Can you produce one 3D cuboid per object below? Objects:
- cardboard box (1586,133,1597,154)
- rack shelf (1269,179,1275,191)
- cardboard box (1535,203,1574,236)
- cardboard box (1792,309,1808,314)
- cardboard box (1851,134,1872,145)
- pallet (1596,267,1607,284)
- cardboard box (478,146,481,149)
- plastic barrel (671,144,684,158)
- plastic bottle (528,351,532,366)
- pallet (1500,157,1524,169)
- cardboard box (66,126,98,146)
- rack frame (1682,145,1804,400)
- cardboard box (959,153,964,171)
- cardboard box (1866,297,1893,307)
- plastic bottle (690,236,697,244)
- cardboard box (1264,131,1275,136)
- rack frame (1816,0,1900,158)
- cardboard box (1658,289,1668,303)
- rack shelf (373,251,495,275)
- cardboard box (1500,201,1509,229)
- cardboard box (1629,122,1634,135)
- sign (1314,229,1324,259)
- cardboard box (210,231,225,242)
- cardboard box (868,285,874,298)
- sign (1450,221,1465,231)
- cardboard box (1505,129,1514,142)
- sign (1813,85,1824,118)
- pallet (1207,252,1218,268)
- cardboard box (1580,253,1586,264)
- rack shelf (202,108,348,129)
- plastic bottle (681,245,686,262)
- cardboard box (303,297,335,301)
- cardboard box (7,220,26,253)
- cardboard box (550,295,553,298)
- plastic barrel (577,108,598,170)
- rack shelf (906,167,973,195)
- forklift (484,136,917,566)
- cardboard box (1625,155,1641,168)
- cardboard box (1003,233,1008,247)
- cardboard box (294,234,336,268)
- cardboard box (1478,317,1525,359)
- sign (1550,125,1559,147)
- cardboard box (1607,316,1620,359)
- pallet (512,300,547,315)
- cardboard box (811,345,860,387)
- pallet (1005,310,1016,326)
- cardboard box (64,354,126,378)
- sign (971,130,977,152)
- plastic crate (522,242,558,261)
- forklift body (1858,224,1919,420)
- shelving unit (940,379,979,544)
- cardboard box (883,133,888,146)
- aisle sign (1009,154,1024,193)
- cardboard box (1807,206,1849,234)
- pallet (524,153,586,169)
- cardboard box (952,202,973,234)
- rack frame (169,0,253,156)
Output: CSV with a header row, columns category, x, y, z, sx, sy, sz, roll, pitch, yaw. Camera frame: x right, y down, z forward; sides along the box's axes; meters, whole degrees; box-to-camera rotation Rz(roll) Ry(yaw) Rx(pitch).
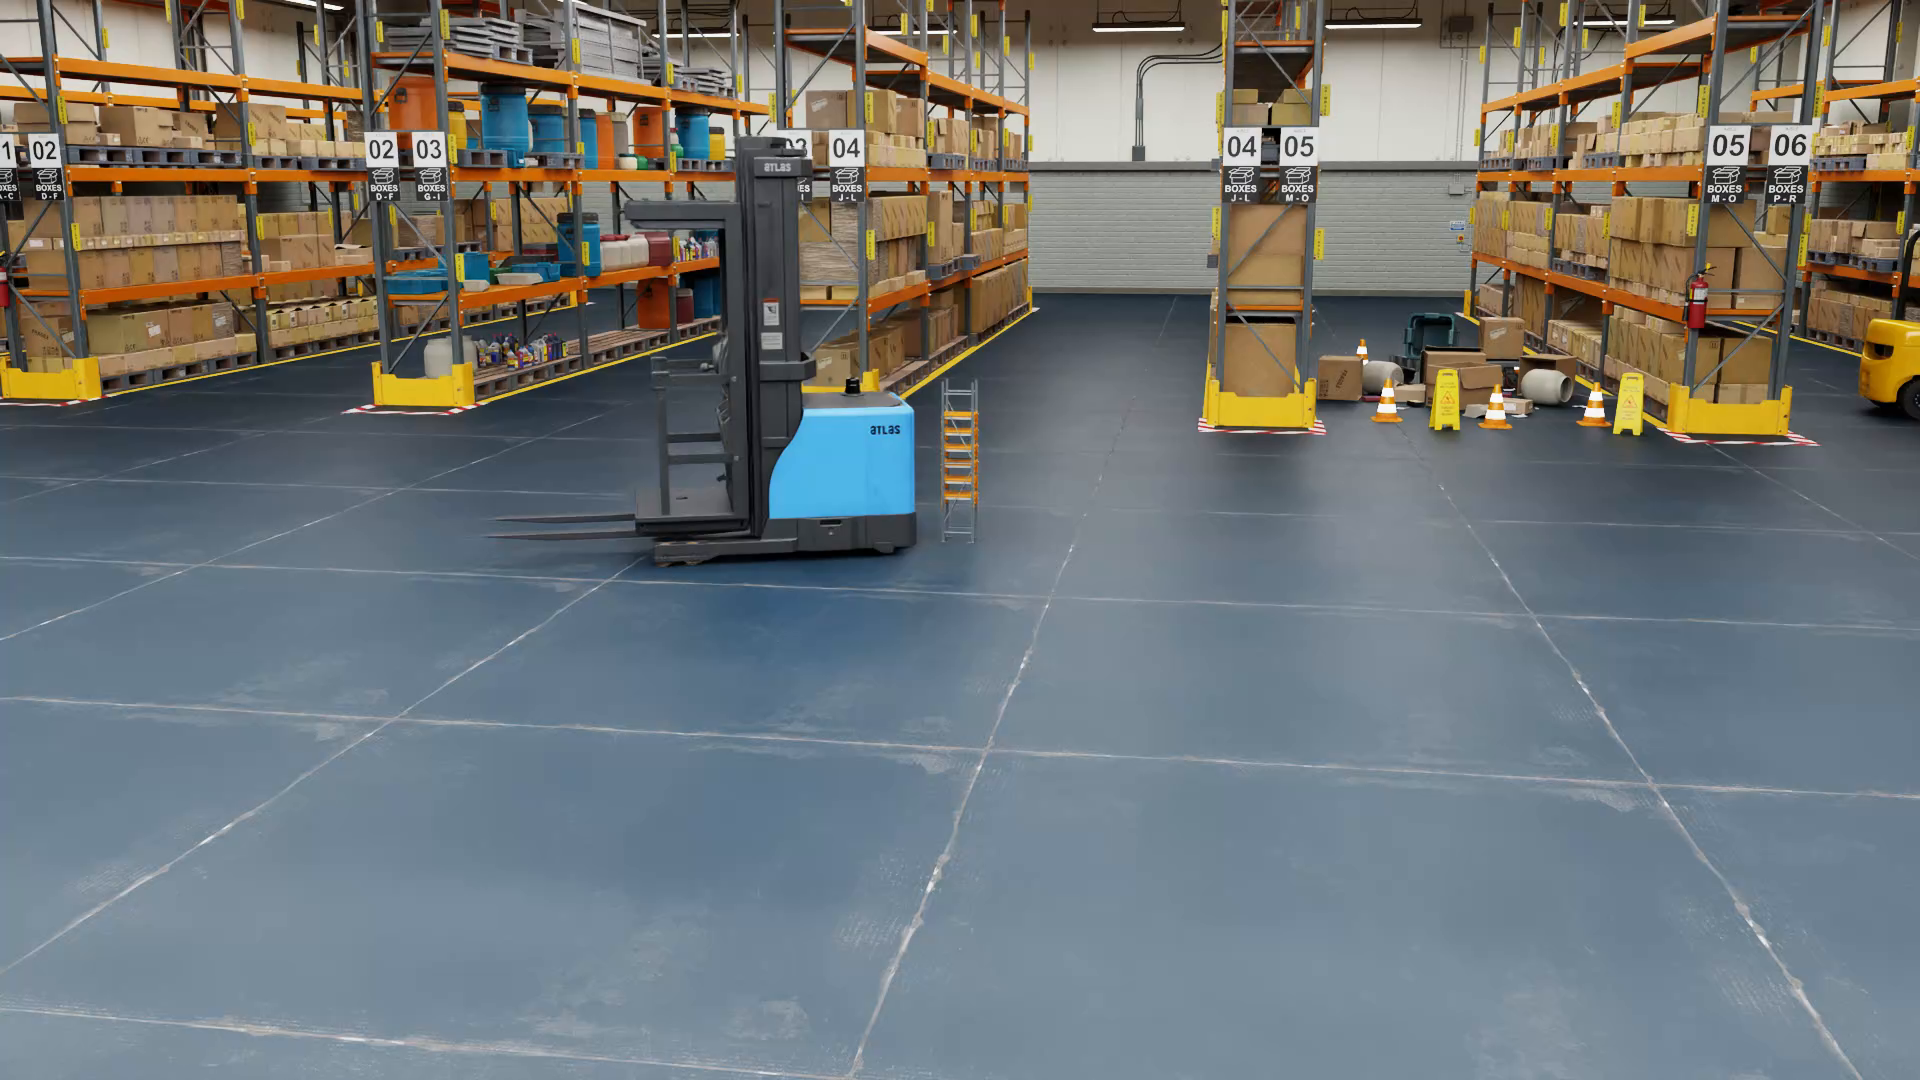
category,x,y,z,sx,sy,sz,roll,pitch,yaw
cardboard box,9.263,-5.480,23.436,0.797,0.503,0.637,2,12,9
rack shelf,5.485,-6.785,31.443,1.077,0.370,4.000,2,12,9
cardboard box,9.361,-5.042,26.160,0.500,0.500,0.500,2,12,10
cardboard box,14.840,-4.023,29.533,0.396,0.266,0.258,2,12,11
cardboard box,14.332,-6.327,26.267,0.380,0.149,0.250,2,12,9
pallet,9.115,-3.510,22.114,1.003,0.211,1.213,2,12,9
cardboard box,-9.175,-7.488,32.167,0.500,0.250,0.500,2,12,9
plastic barrel,-4.827,-6.572,28.120,0.294,0.245,0.294,0,12,0
plastic bottle,-5.777,-2.425,22.224,0.097,0.201,0.097,0,12,0
pallet,10.221,-6.707,29.586,1.003,0.211,1.213,2,12,9
cardboard box,-11.424,-5.174,21.289,0.500,0.250,0.500,2,12,9
rack frame,8.239,-2.616,17.513,1.000,3.000,0.127,2,12,9
cardboard box,-0.217,-5.785,25.453,0.500,0.250,0.500,2,12,8
cardboard box,14.381,-3.698,25.928,0.380,0.149,0.250,2,12,10
plastic bottle,-4.982,-5.501,31.014,0.144,0.351,0.185,2,12,9
cardboard box,4.125,-5.270,21.123,0.500,0.250,0.500,2,12,8
rack frame,14.990,-7.887,27.730,1.000,3.000,0.127,2,12,9
cardboard box,8.085,-2.742,18.692,0.380,0.149,0.250,2,12,10
rack shelf,-9.803,-4.989,30.231,1.077,0.370,4.000,2,12,9
cardboard box,9.884,-5.759,29.486,0.500,0.500,0.500,2,12,8
cardboard box,8.472,-5.072,20.493,0.380,0.149,0.250,2,12,10
sign,3.880,-3.198,17.971,0.100,0.325,0.005,2,12,9
cardboard box,-10.634,-4.288,23.494,0.380,0.149,0.250,2,12,7
cardboard box,-1.216,-2.918,19.508,0.380,0.149,0.250,2,12,9
sign,11.506,-7.268,38.456,0.327,0.218,0.001,2,12,9
cardboard box,10.260,-7.167,30.030,0.797,0.503,0.637,3,12,13
sign,8.775,-4.492,17.024,0.100,0.325,0.005,2,12,9
pallet,4.567,-4.479,26.612,1.213,0.211,1.003,2,12,9
cardboard box,8.939,-3.968,23.383,0.380,0.149,0.250,2,12,10
rack shelf,-14.083,-8.719,34.246,1.077,0.370,4.000,2,12,9
plastic bottle,-4.760,-4.878,28.305,0.152,0.276,0.135,2,12,9
cardboard box,-10.554,-3.851,27.440,0.500,0.311,0.500,2,12,7
cardboard box,-15.346,-4.874,26.710,0.700,0.500,0.500,4,13,16
cardboard box,-8.872,-5.217,35.263,0.380,0.166,0.250,2,12,9
plastic barrel,-5.767,-6.027,25.030,0.600,0.901,0.708,2,12,9
rack shelf,-0.630,-5.301,24.559,1.077,0.370,4.000,2,12,9
forklift,-1.881,-1.368,11.885,3.031,2.935,1.130,-2,12,-10
cardboard box,8.466,-4.683,20.579,0.380,0.149,0.250,2,12,9
cardboard box,0.623,-5.597,30.993,0.500,0.250,0.500,2,12,8
cardboard box,-10.353,-4.624,26.590,0.500,0.500,0.500,1,12,6
cardboard box,7.091,-2.649,21.799,0.500,0.500,0.500,2,12,9
sign,8.922,-6.059,24.953,0.100,0.325,0.005,2,12,9
cardboard box,8.497,-2.563,21.014,0.500,0.500,0.500,2,12,11
pallet,-9.204,-4.791,34.226,1.003,0.211,1.213,2,12,9
cardboard box,-1.441,-2.050,19.823,0.500,0.500,0.500,4,13,19
pallet,0.487,-4.228,31.611,1.003,0.211,1.213,2,12,9
cardboard box,-11.039,-2.225,21.226,0.500,0.250,0.500,2,12,9
sign,0.213,-6.304,26.277,0.100,0.325,0.005,2,12,9
plastic crate,-6.060,-4.072,24.119,0.402,0.464,0.583,2,12,9
forklift body,11.633,-2.495,18.966,2.313,2.155,1.214,2,12,9
shelving unit,-0.002,-0.584,12.353,0.258,1.200,0.189,2,12,9
cardboard box,-1.076,-4.787,19.877,0.380,0.149,0.250,2,12,9
aisle sign,1.215,-7.544,34.209,0.394,0.787,0.004,2,12,9
cardboard box,15.482,-5.694,29.666,0.500,0.500,0.500,2,12,7
pallet,-5.846,-5.151,22.604,1.213,0.211,1.003,2,12,9
cardboard box,-0.194,-5.294,27.318,0.797,0.503,0.637,2,12,11
rack frame,-10.726,-7.024,23.728,1.000,3.000,0.127,2,12,9
